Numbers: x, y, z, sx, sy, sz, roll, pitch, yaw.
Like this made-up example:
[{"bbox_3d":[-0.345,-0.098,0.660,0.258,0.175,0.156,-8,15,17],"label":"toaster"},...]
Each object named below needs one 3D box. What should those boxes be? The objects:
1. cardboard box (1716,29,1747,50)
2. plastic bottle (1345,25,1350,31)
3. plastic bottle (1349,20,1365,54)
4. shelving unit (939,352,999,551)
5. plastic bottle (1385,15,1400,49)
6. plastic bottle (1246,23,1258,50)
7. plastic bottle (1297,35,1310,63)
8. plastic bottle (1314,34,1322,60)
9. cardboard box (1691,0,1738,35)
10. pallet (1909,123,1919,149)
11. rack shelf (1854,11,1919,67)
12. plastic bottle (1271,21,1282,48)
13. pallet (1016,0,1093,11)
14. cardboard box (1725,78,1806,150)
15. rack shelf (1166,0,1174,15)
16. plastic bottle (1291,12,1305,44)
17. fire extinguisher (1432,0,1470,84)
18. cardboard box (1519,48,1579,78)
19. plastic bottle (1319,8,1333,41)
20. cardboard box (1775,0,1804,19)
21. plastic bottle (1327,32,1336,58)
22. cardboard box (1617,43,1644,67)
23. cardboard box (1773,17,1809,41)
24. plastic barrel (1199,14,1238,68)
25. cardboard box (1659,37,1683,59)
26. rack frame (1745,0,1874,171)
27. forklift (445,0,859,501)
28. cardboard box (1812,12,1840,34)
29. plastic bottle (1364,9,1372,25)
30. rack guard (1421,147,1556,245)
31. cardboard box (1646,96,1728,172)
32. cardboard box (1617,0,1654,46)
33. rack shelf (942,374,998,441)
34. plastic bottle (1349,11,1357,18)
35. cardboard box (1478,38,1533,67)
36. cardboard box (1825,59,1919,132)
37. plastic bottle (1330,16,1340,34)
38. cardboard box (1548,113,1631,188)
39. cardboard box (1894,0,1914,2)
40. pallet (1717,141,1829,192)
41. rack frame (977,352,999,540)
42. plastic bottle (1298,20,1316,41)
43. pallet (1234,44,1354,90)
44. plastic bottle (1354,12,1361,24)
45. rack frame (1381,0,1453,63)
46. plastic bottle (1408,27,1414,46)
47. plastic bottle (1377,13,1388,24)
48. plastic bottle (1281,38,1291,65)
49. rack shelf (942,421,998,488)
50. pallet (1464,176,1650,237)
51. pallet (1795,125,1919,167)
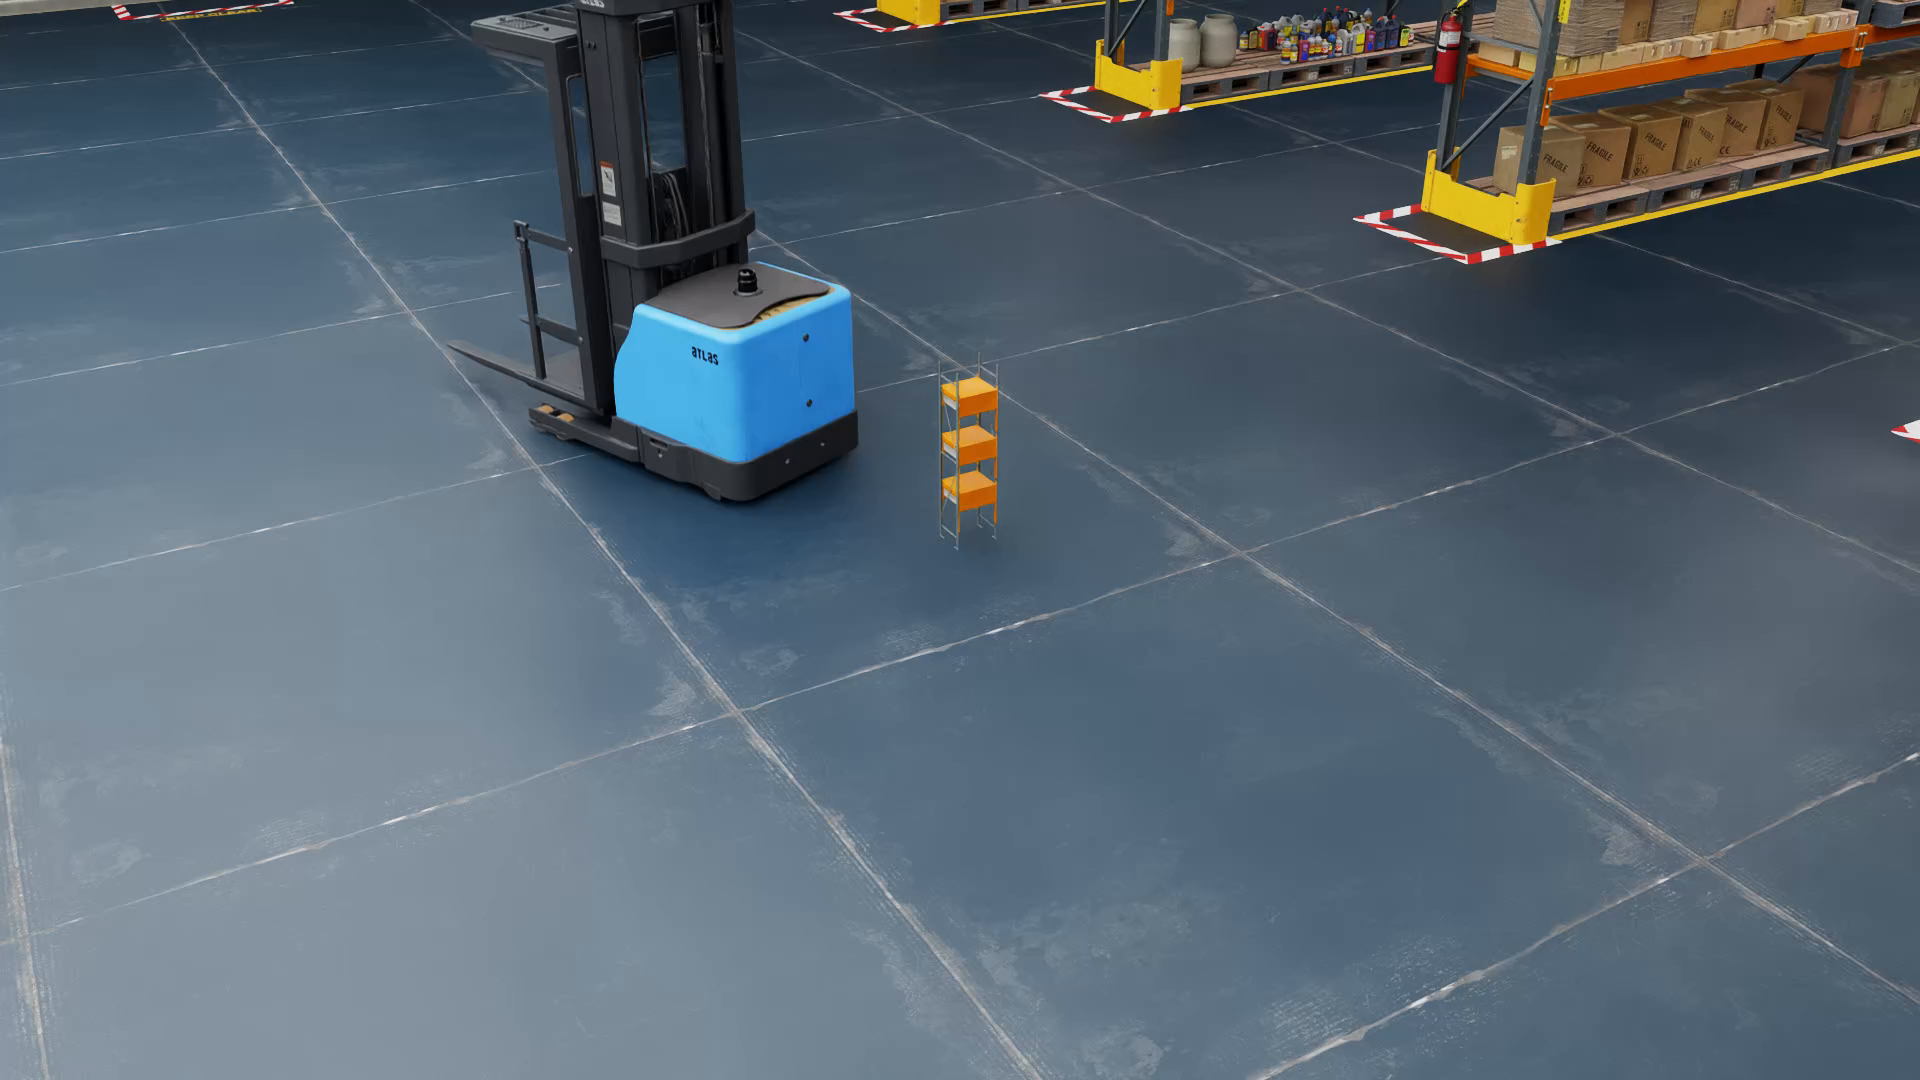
[{"bbox_3d":[6.476,-4.315,14.224,0.250,0.149,0.380,-16,33,-26],"label":"cardboard box"},{"bbox_3d":[4.376,-5.660,18.758,0.133,0.283,0.061,-16,33,-26],"label":"plastic bottle"},{"bbox_3d":[4.450,-5.653,18.675,0.185,0.351,0.144,-16,33,-27],"label":"plastic bottle"},{"bbox_3d":[0.046,-0.473,9.020,0.252,1.050,0.215,-16,33,-26],"label":"shelving unit"},{"bbox_3d":[4.894,-5.779,18.904,0.185,0.351,0.144,-17,33,-28],"label":"plastic bottle"},{"bbox_3d":[3.308,-5.717,18.860,0.133,0.283,0.061,-15,32,-25],"label":"plastic bottle"},{"bbox_3d":[3.780,-5.410,18.305,0.133,0.283,0.061,-15,32,-26],"label":"plastic bottle"},{"bbox_3d":[3.958,-5.465,18.417,0.097,0.271,0.097,0,29,0],"label":"plastic bottle"},{"bbox_3d":[6.113,-4.673,14.202,0.500,0.500,0.875,-16,33,-26],"label":"cardboard box"},{"bbox_3d":[9.536,-4.232,16.699,1.213,0.211,1.003,-16,33,-26],"label":"pallet"},{"bbox_3d":[9.537,-5.135,16.195,4.000,0.370,1.077,-16,33,-26],"label":"rack shelf"},{"bbox_3d":[3.567,-5.761,18.949,0.135,0.276,0.152,-17,33,-28],"label":"plastic bottle"},{"bbox_3d":[1.037,-7.390,22.422,1.213,0.211,1.003,-16,33,-26],"label":"pallet"},{"bbox_3d":[7.448,-3.969,15.490,0.500,0.500,0.500,-17,33,-28],"label":"cardboard box"},{"bbox_3d":[3.579,-6.219,18.160,4.000,0.370,1.077,-16,33,-26],"label":"rack shelf"},{"bbox_3d":[3.868,-5.882,19.090,0.185,0.351,0.144,-16,33,-27],"label":"plastic bottle"},{"bbox_3d":[4.032,-4.112,13.676,0.183,0.674,0.296,-16,33,-26],"label":"fire extinguisher"},{"bbox_3d":[4.731,-3.842,13.367,0.250,0.149,0.380,-16,33,-26],"label":"cardboard box"},{"bbox_3d":[4.235,-5.986,19.278,0.185,0.351,0.144,-17,33,-28],"label":"plastic bottle"},{"bbox_3d":[6.945,-4.943,14.690,0.500,0.500,0.875,-16,33,-26],"label":"cardboard box"},{"bbox_3d":[4.132,-5.515,18.507,0.097,0.271,0.097,0,29,0],"label":"plastic bottle"},{"bbox_3d":[5.384,-4.020,13.690,0.250,0.149,0.380,-16,33,-26],"label":"cardboard box"},{"bbox_3d":[7.151,-4.475,14.514,0.250,0.149,0.380,-16,33,-26],"label":"cardboard box"},{"bbox_3d":[2.816,-5.455,18.171,0.421,0.512,0.421,0,29,0],"label":"plastic barrel"},{"bbox_3d":[5.805,-4.151,13.927,0.250,0.149,0.380,-16,33,-26],"label":"cardboard box"},{"bbox_3d":[7.813,-4.961,15.134,0.127,3.000,1.000,-16,33,-26],"label":"rack frame"},{"bbox_3d":[-2.082,-2.080,9.985,3.031,2.935,1.130,21,35,34],"label":"forklift"},{"bbox_3d":[7.556,-4.618,14.774,0.250,0.149,0.380,-16,33,-26],"label":"cardboard box"},{"bbox_3d":[4.807,-6.127,19.616,0.097,0.271,0.097,0,29,0],"label":"plastic bottle"},{"bbox_3d":[4.430,-2.906,13.998,0.348,0.500,1.175,-16,33,-26],"label":"rack guard"},{"bbox_3d":[6.462,-3.641,14.895,0.500,0.500,0.500,-19,34,-31],"label":"cardboard box"},{"bbox_3d":[5.223,-4.451,13.800,0.500,0.500,0.875,-16,33,-26],"label":"cardboard box"},{"bbox_3d":[0.046,-0.712,8.888,0.240,0.259,0.215,-16,33,-26],"label":"rack shelf"},{"bbox_3d":[4.542,-6.038,19.450,0.135,0.276,0.152,-15,32,-25],"label":"plastic bottle"},{"bbox_3d":[4.505,-4.027,13.703,0.250,0.149,0.380,-16,33,-26],"label":"cardboard box"},{"bbox_3d":[8.774,-4.309,16.086,0.500,0.500,0.700,-16,33,-27],"label":"cardboard box"},{"bbox_3d":[4.334,-5.912,19.226,0.097,0.271,0.097,0,29,0],"label":"plastic bottle"},{"bbox_3d":[5.409,-3.378,14.418,0.500,0.500,0.500,-8,30,-13],"label":"cardboard box"},{"bbox_3d":[8.569,-5.543,15.135,1.000,1.000,1.000,-16,33,-26],"label":"cardboard box"},{"bbox_3d":[7.252,-3.561,15.484,1.213,0.211,1.003,-16,33,-26],"label":"pallet"},{"bbox_3d":[0.151,-0.503,9.074,0.008,1.050,0.200,-16,33,-26],"label":"rack frame"},{"bbox_3d":[3.965,-5.794,19.007,0.135,0.276,0.152,-16,33,-26],"label":"plastic bottle"},{"bbox_3d":[3.650,-5.356,18.736,1.213,0.211,1.003,-16,33,-26],"label":"pallet"},{"bbox_3d":[4.596,-5.997,19.369,0.133,0.283,0.061,-16,33,-26],"label":"plastic bottle"},{"bbox_3d":[5.304,-7.024,18.873,0.127,3.000,1.000,-16,33,-26],"label":"rack frame"},{"bbox_3d":[5.149,-5.773,19.047,0.097,0.201,0.097,0,29,0],"label":"plastic bottle"},{"bbox_3d":[4.821,-5.839,19.013,0.185,0.351,0.144,-16,33,-26],"label":"plastic bottle"},{"bbox_3d":[3.576,-5.357,18.221,0.097,0.271,0.097,0,29,0],"label":"plastic bottle"},{"bbox_3d":[0.046,-0.463,9.025,0.240,0.259,0.215,-16,33,-26],"label":"rack shelf"},{"bbox_3d":[5.148,-2.963,14.401,1.213,0.211,1.003,-16,33,-26],"label":"pallet"},{"bbox_3d":[8.483,-3.931,16.155,1.213,0.211,1.003,-16,33,-26],"label":"pallet"}]
